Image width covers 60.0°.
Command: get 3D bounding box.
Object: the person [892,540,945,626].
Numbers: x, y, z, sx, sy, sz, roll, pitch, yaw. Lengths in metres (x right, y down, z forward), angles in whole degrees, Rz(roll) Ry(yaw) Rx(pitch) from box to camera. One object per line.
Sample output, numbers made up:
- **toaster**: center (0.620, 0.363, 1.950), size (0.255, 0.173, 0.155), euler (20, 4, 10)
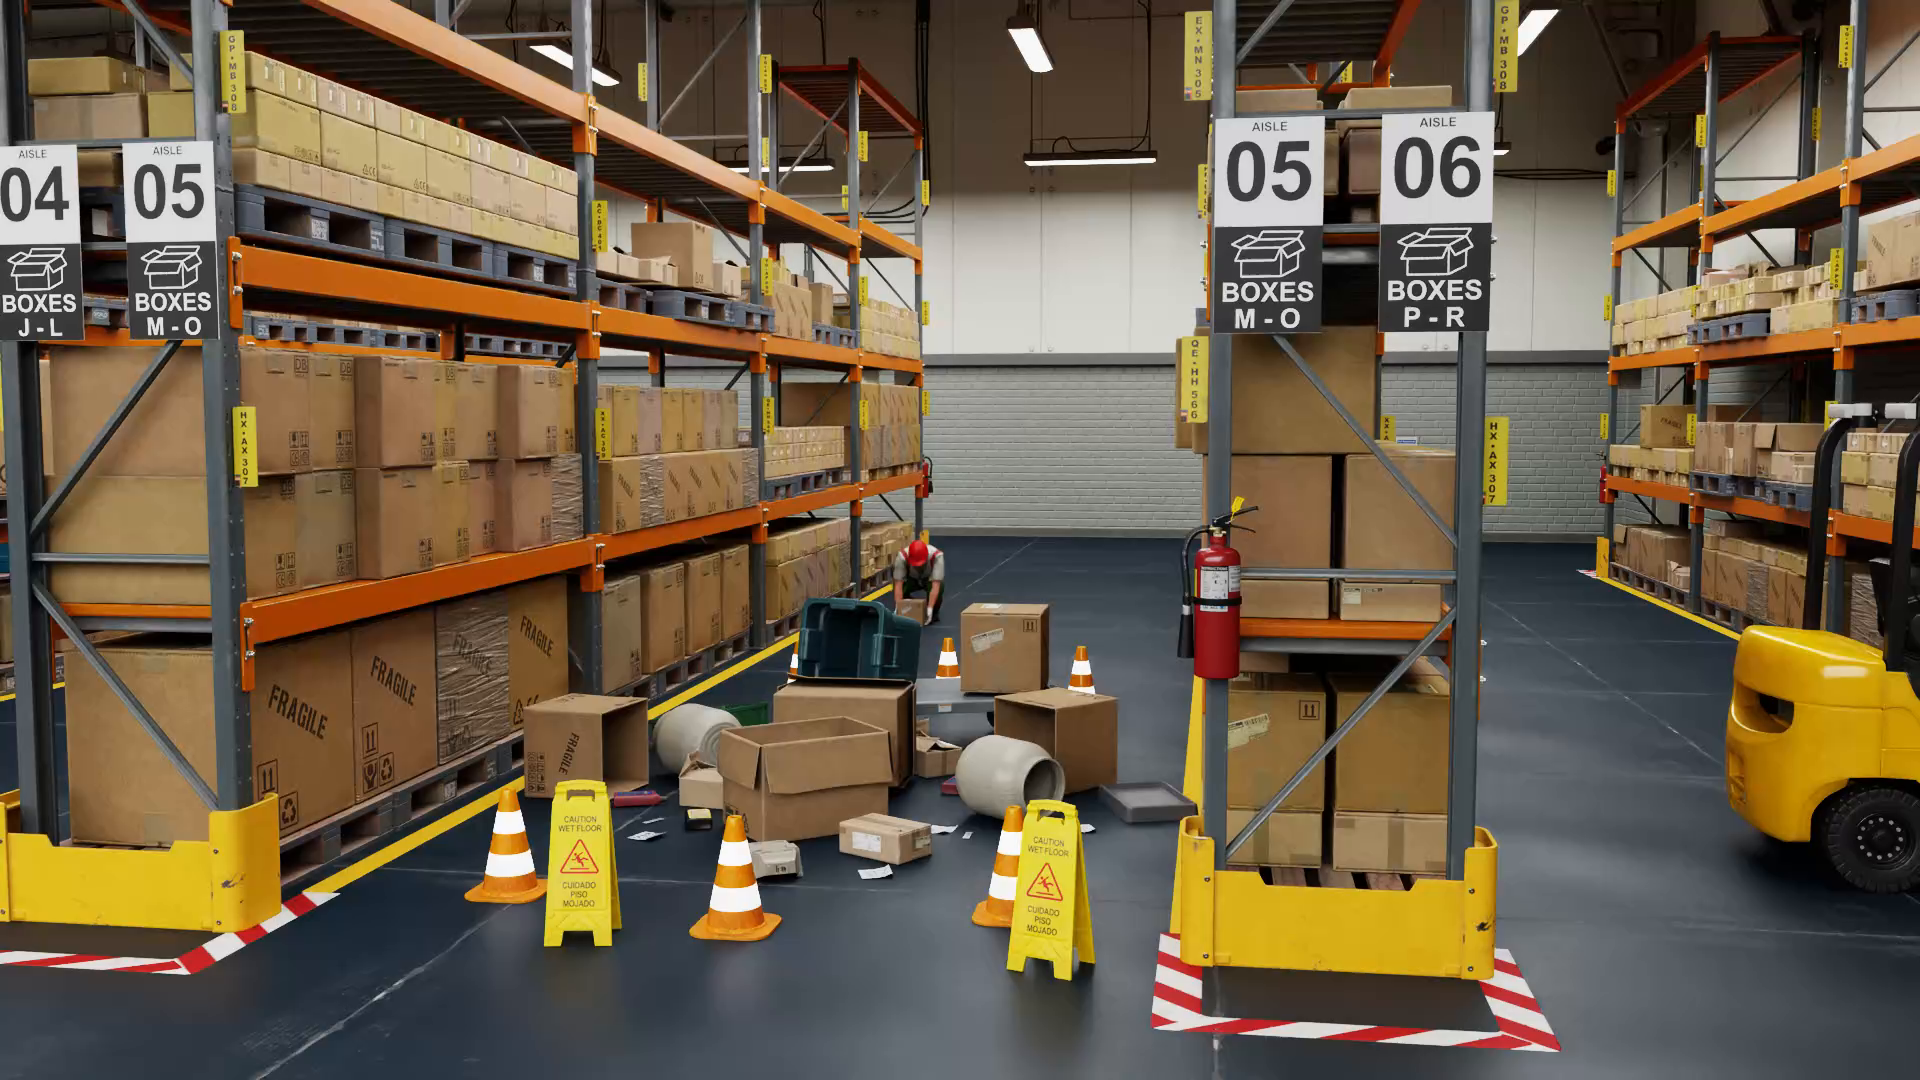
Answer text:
- **person**: center (-0.408, 0.411, 16.827), size (0.560, 0.874, 0.892), euler (1, 4, 9)
